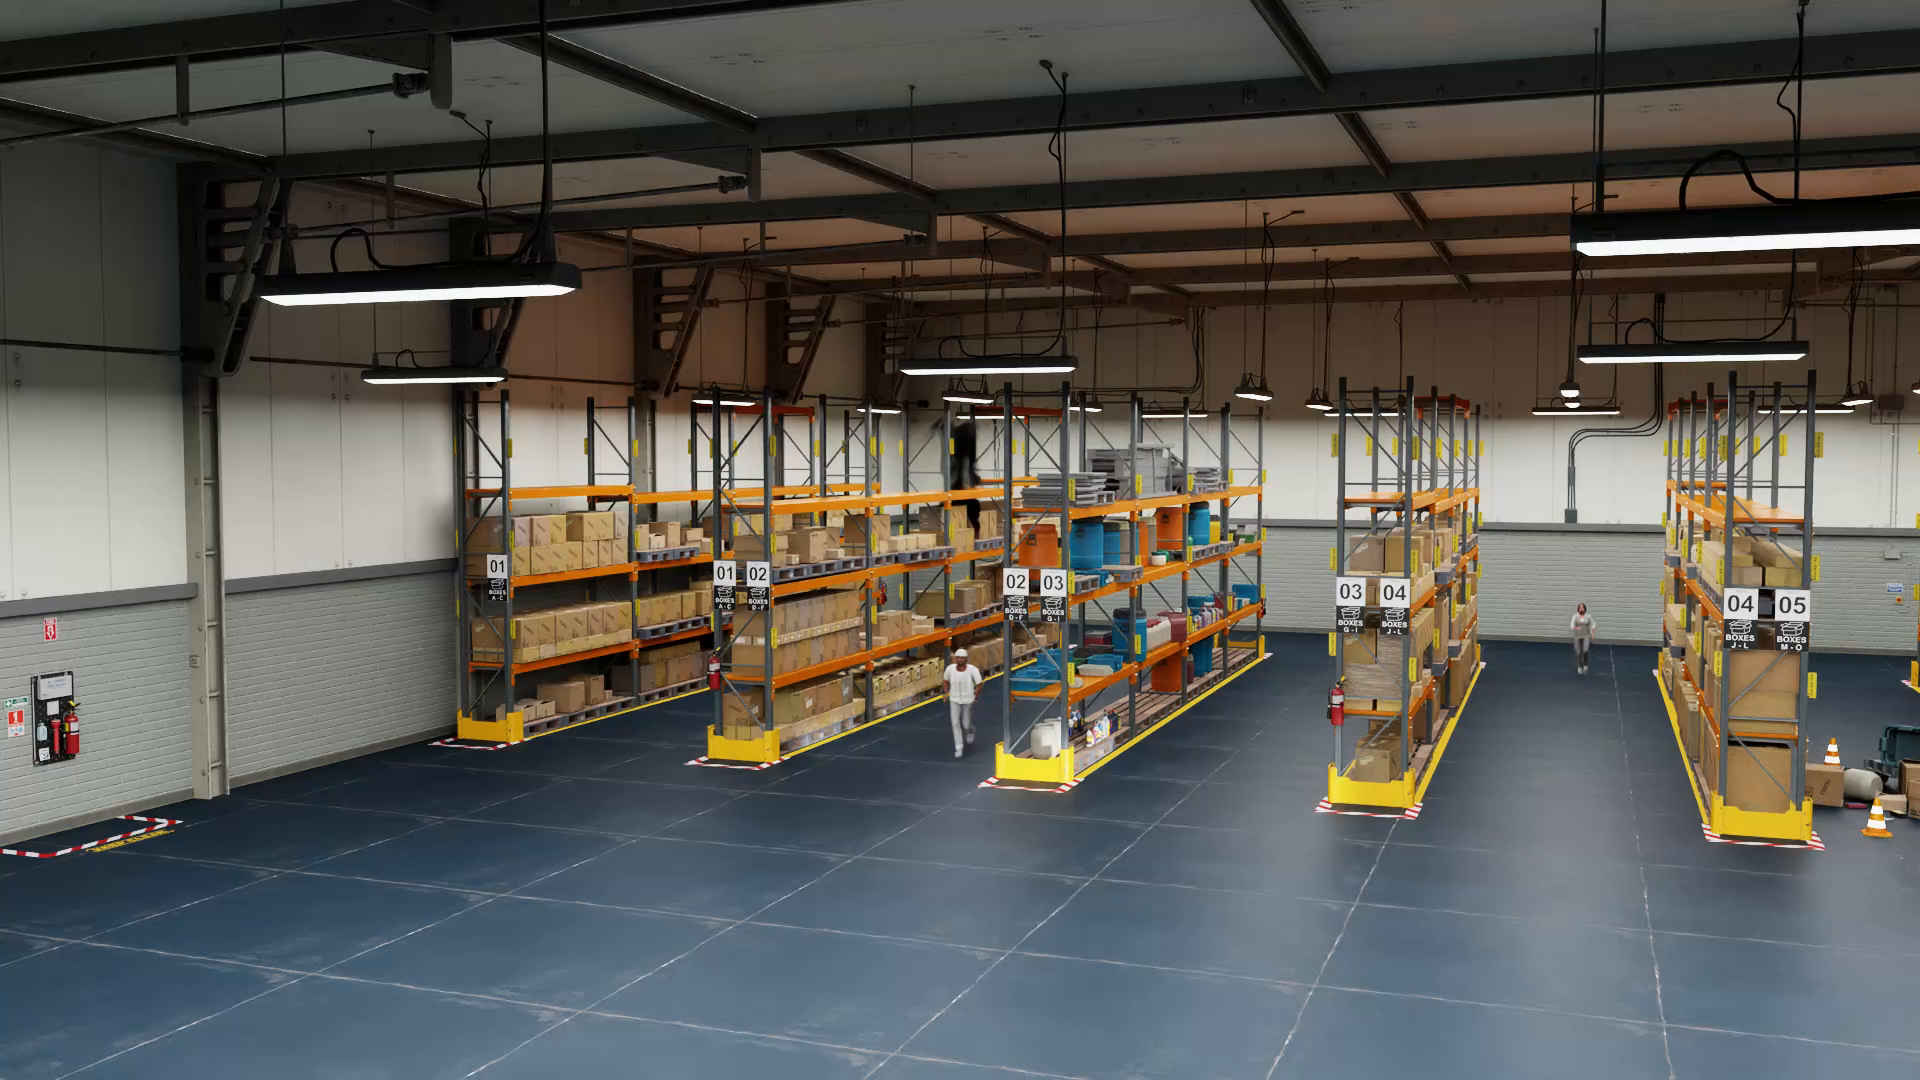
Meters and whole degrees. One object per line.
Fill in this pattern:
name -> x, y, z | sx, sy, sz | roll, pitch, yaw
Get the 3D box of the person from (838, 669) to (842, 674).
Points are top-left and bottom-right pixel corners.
person -> -2.564, 2.289, 34.285 | 0.547, 1.633, 0.647 | 1, 3, 25

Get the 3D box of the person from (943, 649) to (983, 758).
person -> 0.042, 2.641, 27.292 | 0.679, 1.747, 0.846 | 1, 3, 10

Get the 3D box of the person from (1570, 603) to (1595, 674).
person -> 13.738, 2.183, 36.709 | 0.512, 1.557, 0.636 | 1, 3, 24
